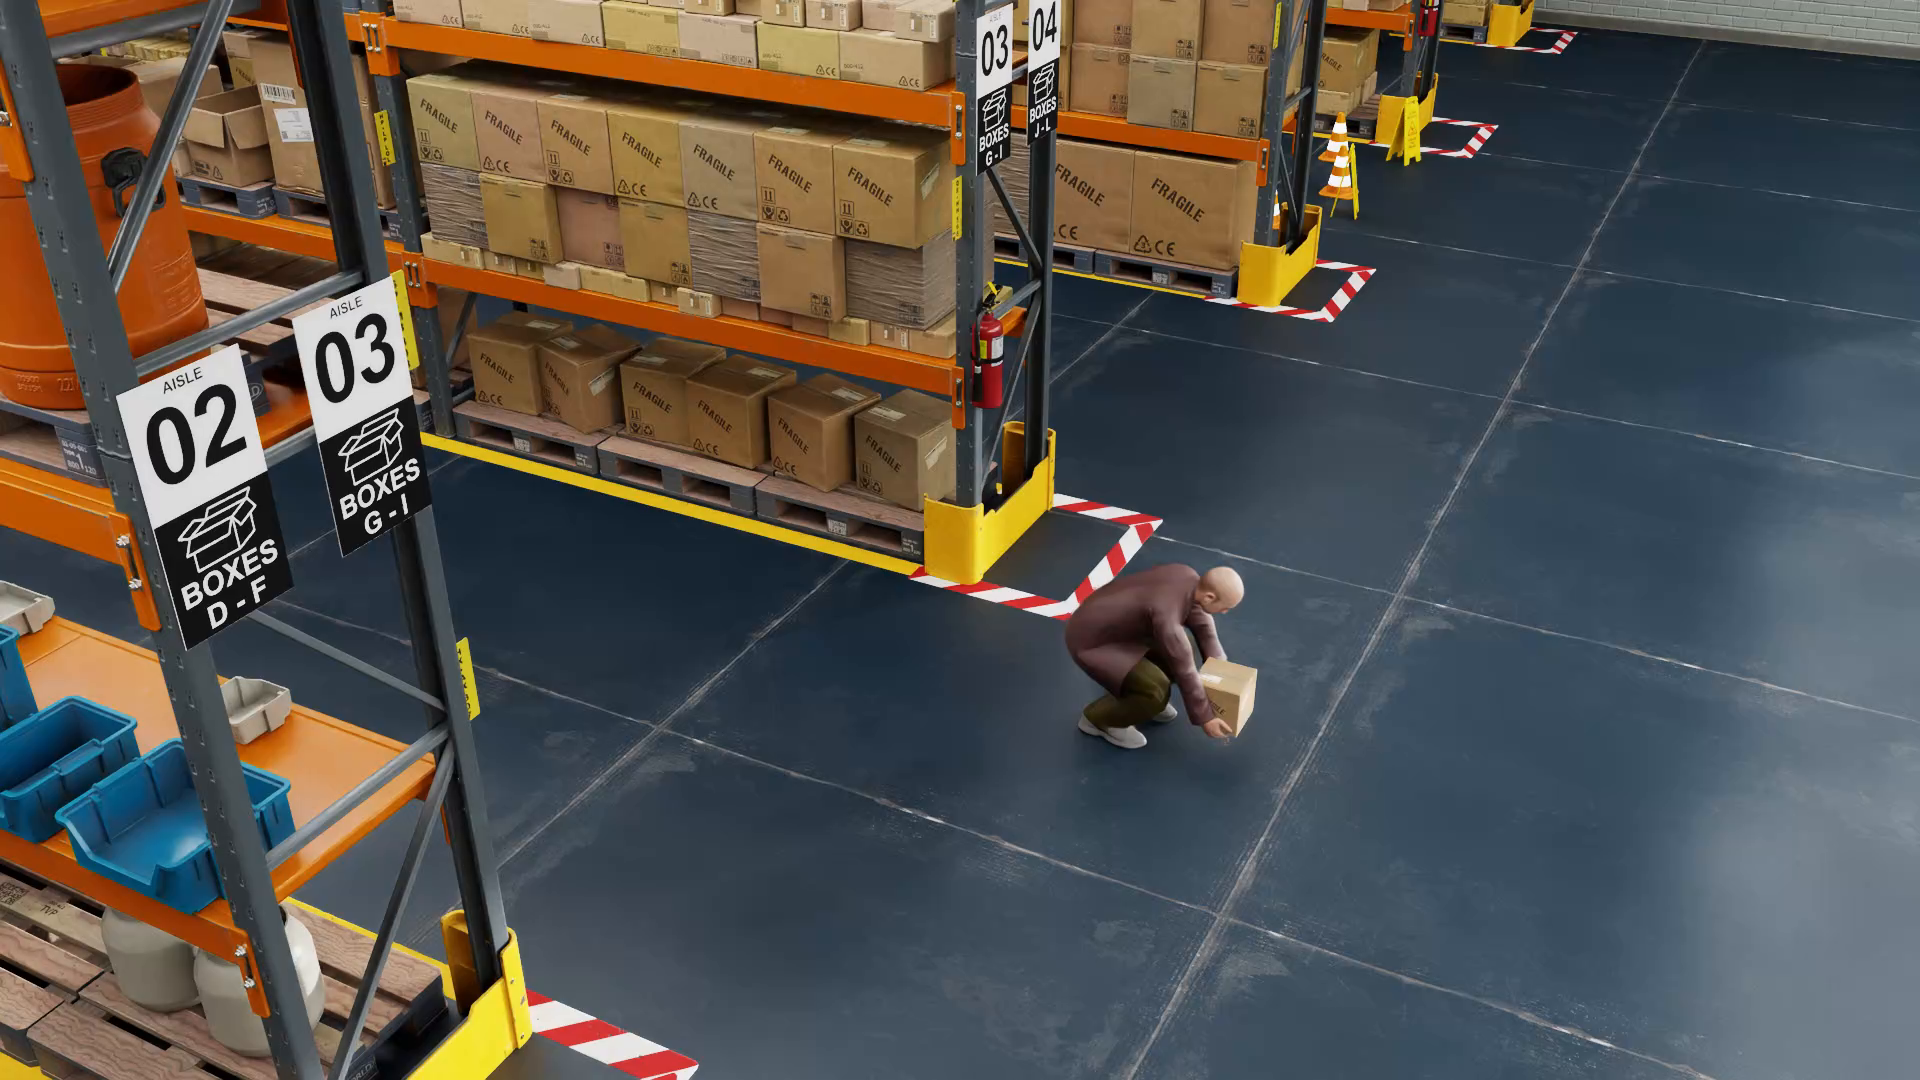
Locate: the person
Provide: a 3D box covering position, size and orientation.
[{"bbox_3d":[0.962,0.543,8.165,0.927,0.984,0.574,13,32,22],"label":"person"}]
